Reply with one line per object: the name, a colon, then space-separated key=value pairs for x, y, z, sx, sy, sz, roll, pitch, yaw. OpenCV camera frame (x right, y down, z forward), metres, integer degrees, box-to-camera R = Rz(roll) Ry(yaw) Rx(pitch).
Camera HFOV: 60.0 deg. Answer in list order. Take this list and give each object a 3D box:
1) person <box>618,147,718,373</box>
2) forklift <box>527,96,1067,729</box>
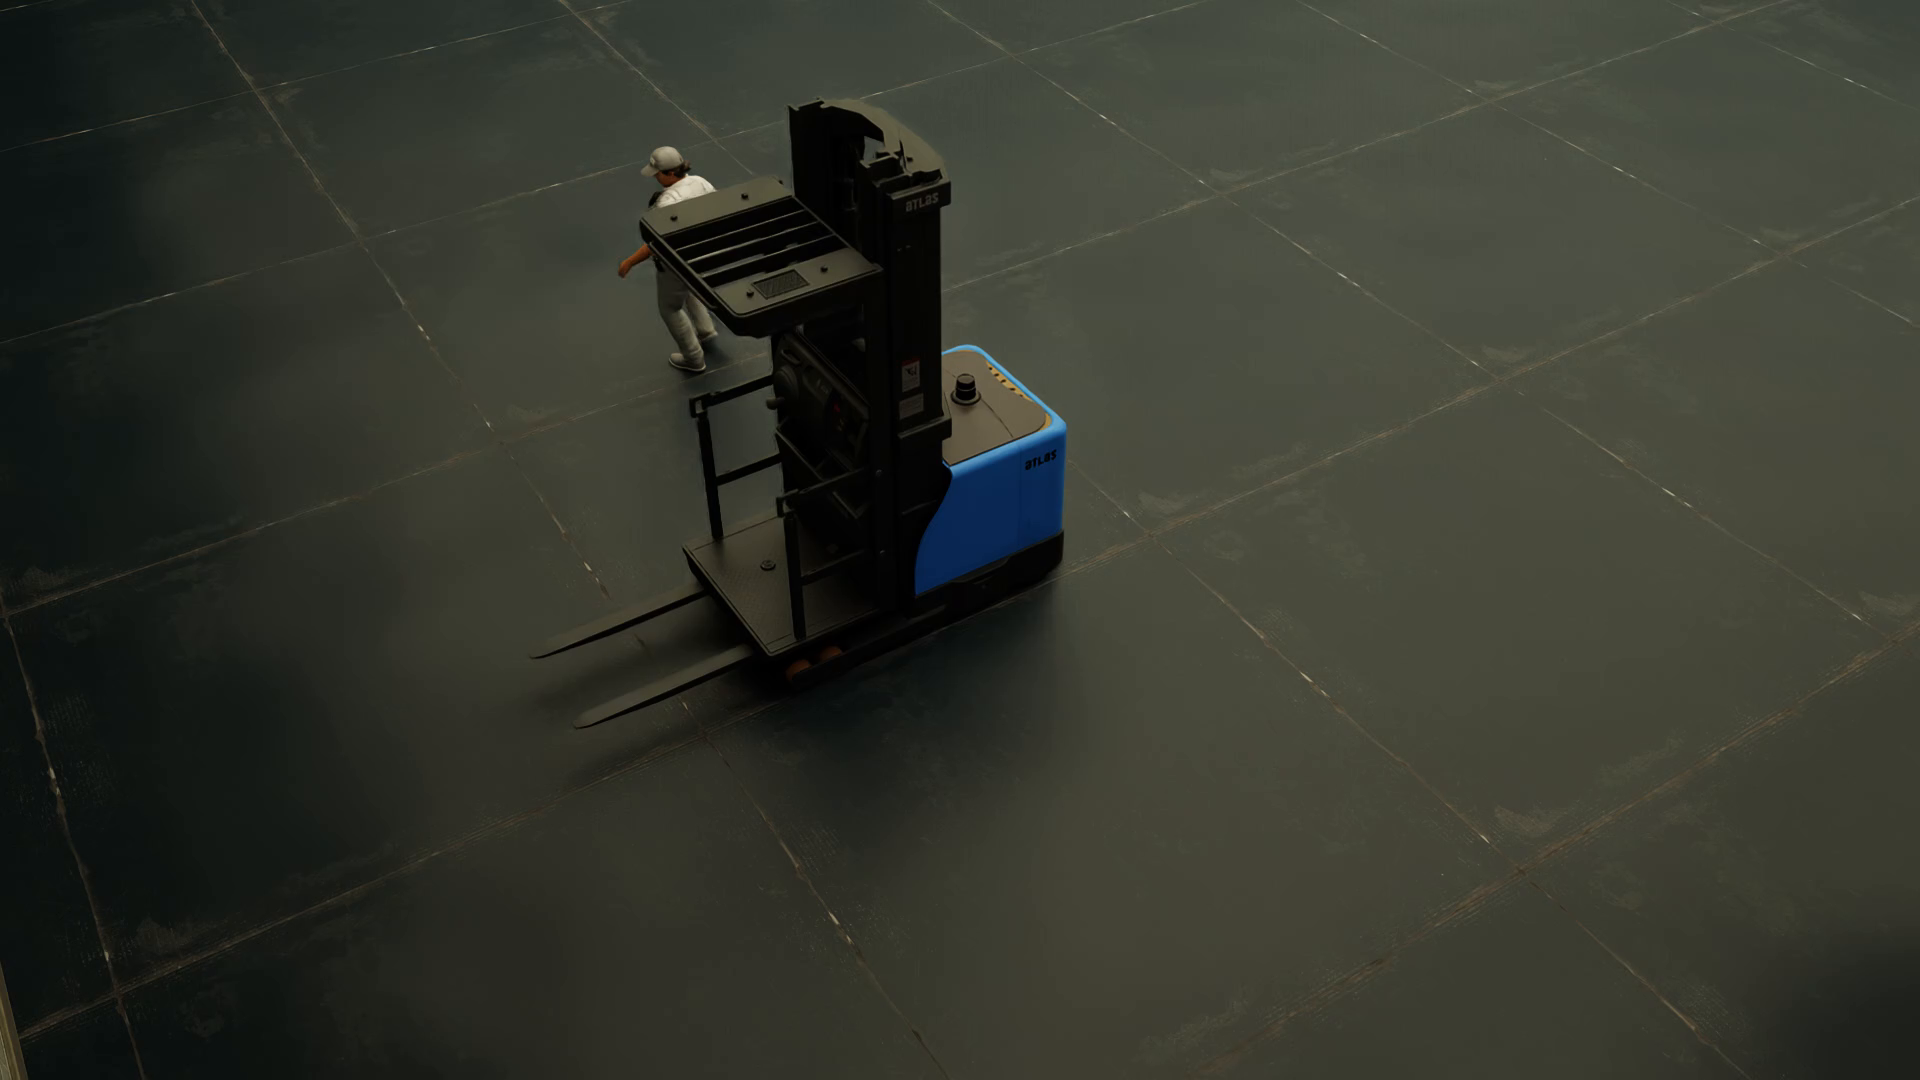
person: x=-1.871 y=-1.835 z=10.988 sx=0.490 sy=1.674 sz=0.796 roll=24 pitch=46 yaw=25
forklift: x=-0.906 y=-0.680 z=8.649 sx=3.031 sy=2.935 sz=1.130 roll=-23 pitch=46 yaw=-24
